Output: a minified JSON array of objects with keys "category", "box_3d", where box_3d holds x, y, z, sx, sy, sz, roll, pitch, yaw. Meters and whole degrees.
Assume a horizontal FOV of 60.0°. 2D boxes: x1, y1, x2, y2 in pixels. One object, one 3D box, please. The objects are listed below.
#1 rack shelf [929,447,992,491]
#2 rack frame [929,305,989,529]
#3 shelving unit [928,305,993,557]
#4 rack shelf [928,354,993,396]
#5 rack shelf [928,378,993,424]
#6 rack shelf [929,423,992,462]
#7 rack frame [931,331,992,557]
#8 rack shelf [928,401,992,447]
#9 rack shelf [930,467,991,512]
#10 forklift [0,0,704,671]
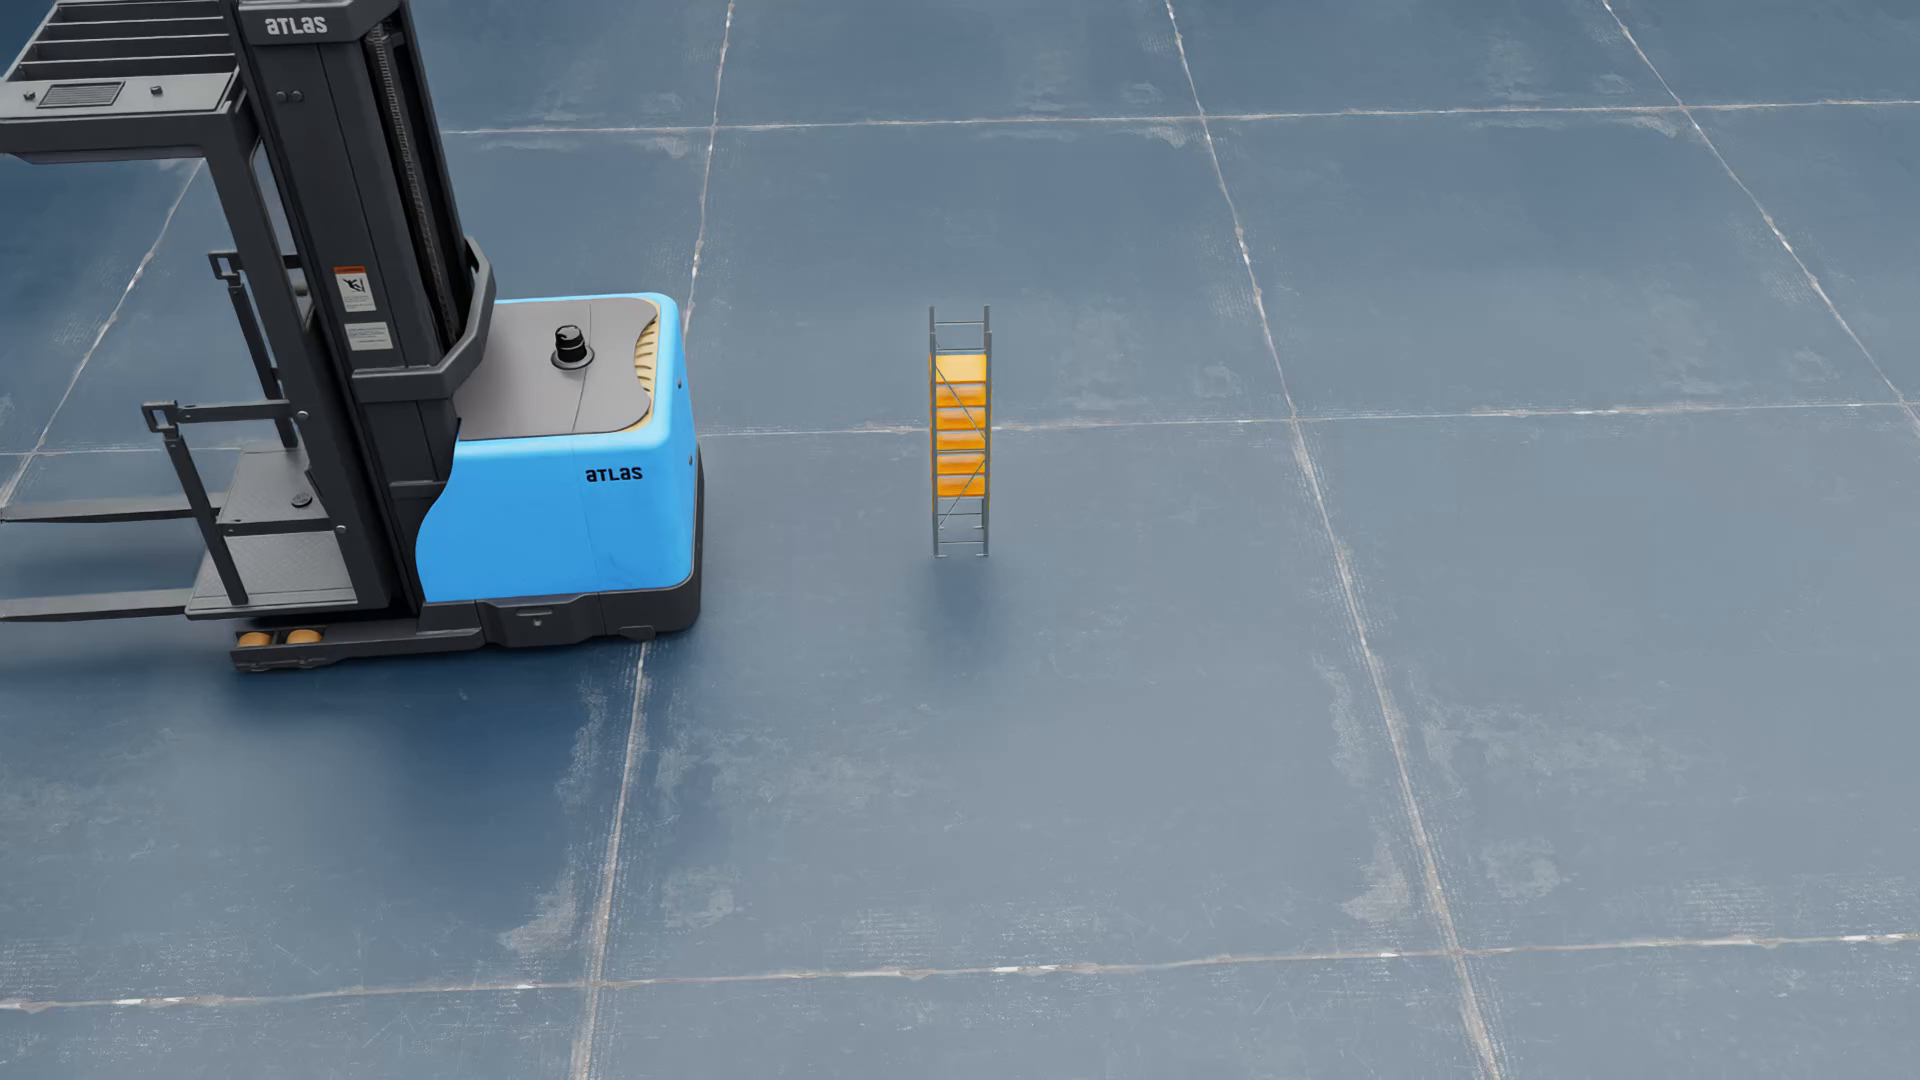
[{"category":"rack shelf","box_3d":[0.001,-0.311,7.095,0.258,0.103,0.180,-2,43,-2]},{"category":"rack frame","box_3d":[-0.003,-0.494,7.051,0.240,1.200,0.006,-2,43,-2]},{"category":"shelving unit","box_3d":[0.001,-0.433,6.984,0.258,1.200,0.189,-2,43,-2]},{"category":"rack shelf","box_3d":[0.001,-0.665,6.770,0.258,0.103,0.180,-2,43,-2]},{"category":"rack shelf","box_3d":[0.001,-0.577,6.851,0.258,0.103,0.180,-2,43,-2]},{"category":"rack shelf","box_3d":[0.001,-0.400,7.014,0.258,0.103,0.180,-2,43,-2]},{"category":"rack frame","box_3d":[0.005,-0.371,6.916,0.240,1.200,0.006,-2,43,-2]},{"category":"rack shelf","box_3d":[0.001,-0.488,6.933,0.258,0.103,0.180,-2,43,-2]},{"category":"rack shelf","box_3d":[0.001,-0.223,7.176,0.258,0.103,0.180,-2,43,-2]},{"category":"forklift","box_3d":[-2.636,-0.918,6.232,3.031,2.935,1.130,-4,43,-4]}]
